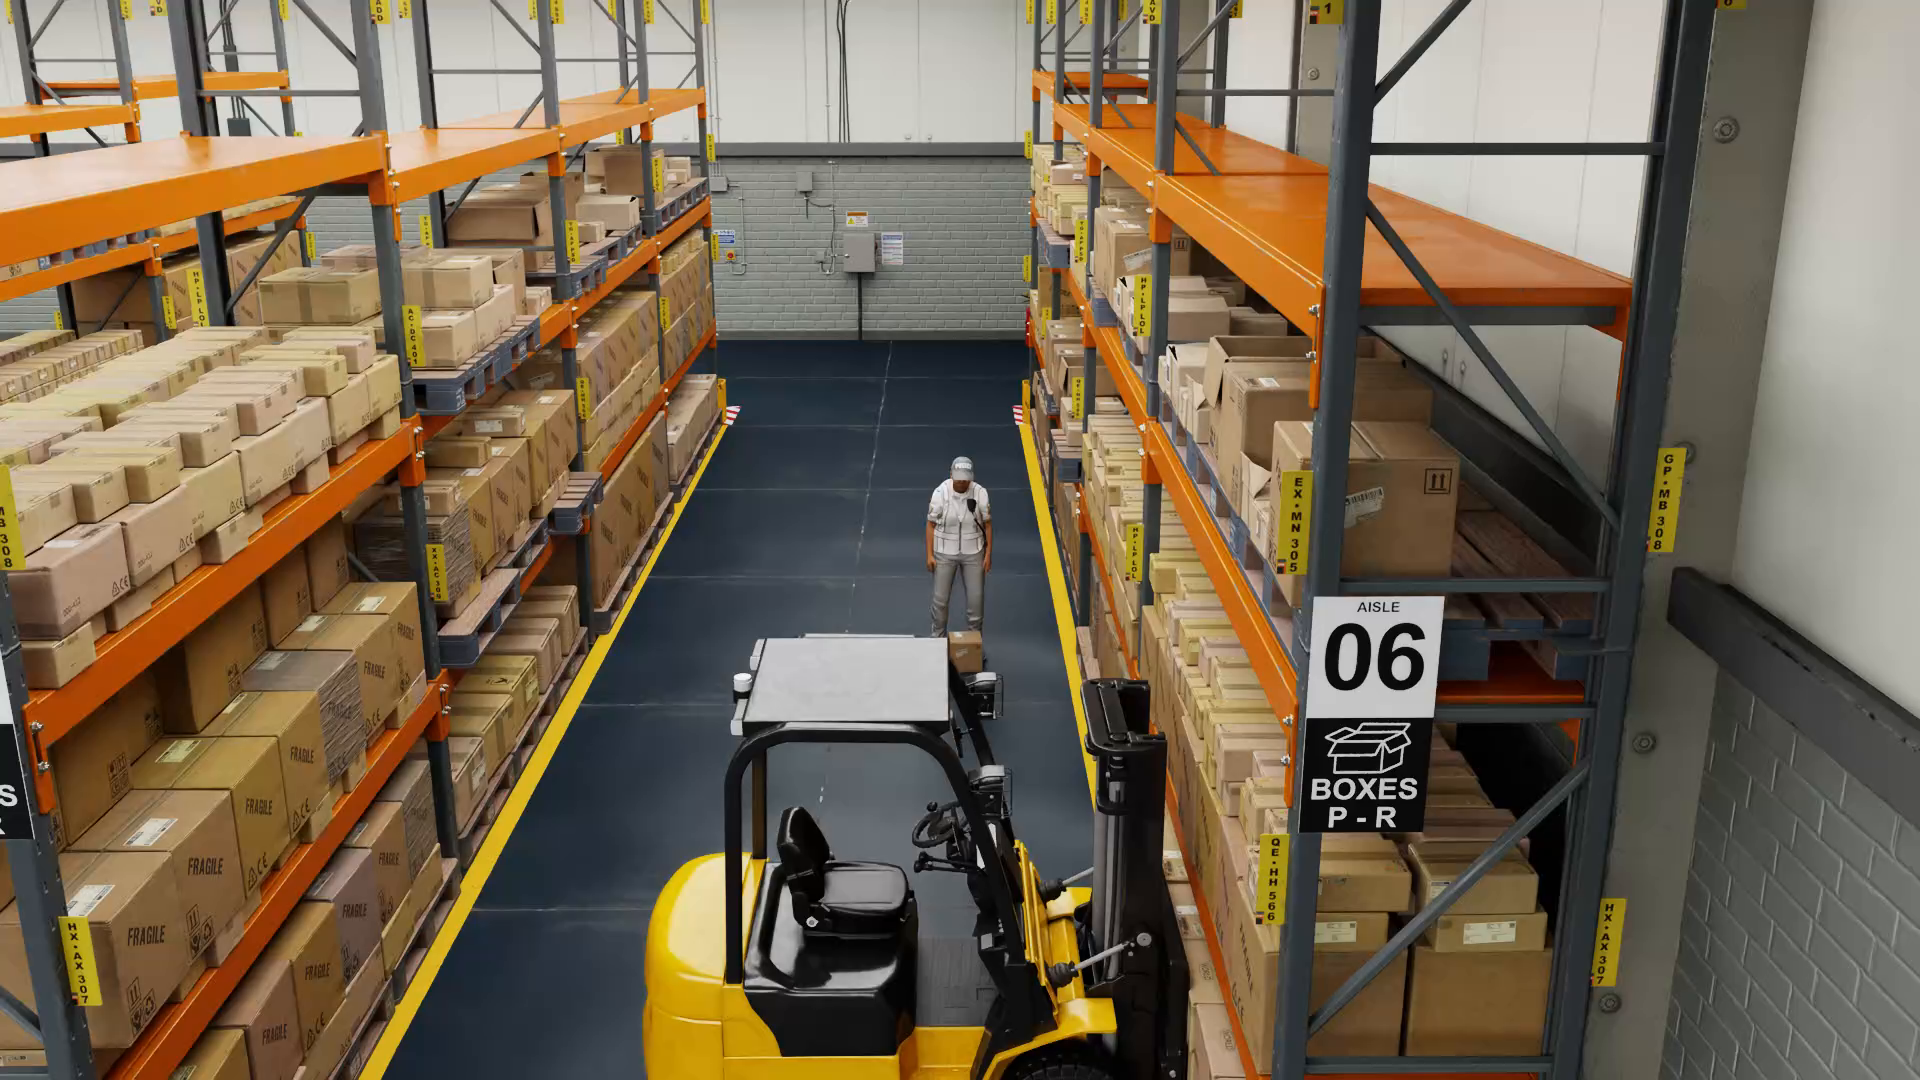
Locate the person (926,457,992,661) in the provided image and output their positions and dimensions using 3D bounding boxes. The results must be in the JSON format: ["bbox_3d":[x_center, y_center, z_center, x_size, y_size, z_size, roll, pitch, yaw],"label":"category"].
[{"bbox_3d":[-0.012,0.137,13.094,0.538,1.665,0.470,-1,17,-3],"label":"person"}]
